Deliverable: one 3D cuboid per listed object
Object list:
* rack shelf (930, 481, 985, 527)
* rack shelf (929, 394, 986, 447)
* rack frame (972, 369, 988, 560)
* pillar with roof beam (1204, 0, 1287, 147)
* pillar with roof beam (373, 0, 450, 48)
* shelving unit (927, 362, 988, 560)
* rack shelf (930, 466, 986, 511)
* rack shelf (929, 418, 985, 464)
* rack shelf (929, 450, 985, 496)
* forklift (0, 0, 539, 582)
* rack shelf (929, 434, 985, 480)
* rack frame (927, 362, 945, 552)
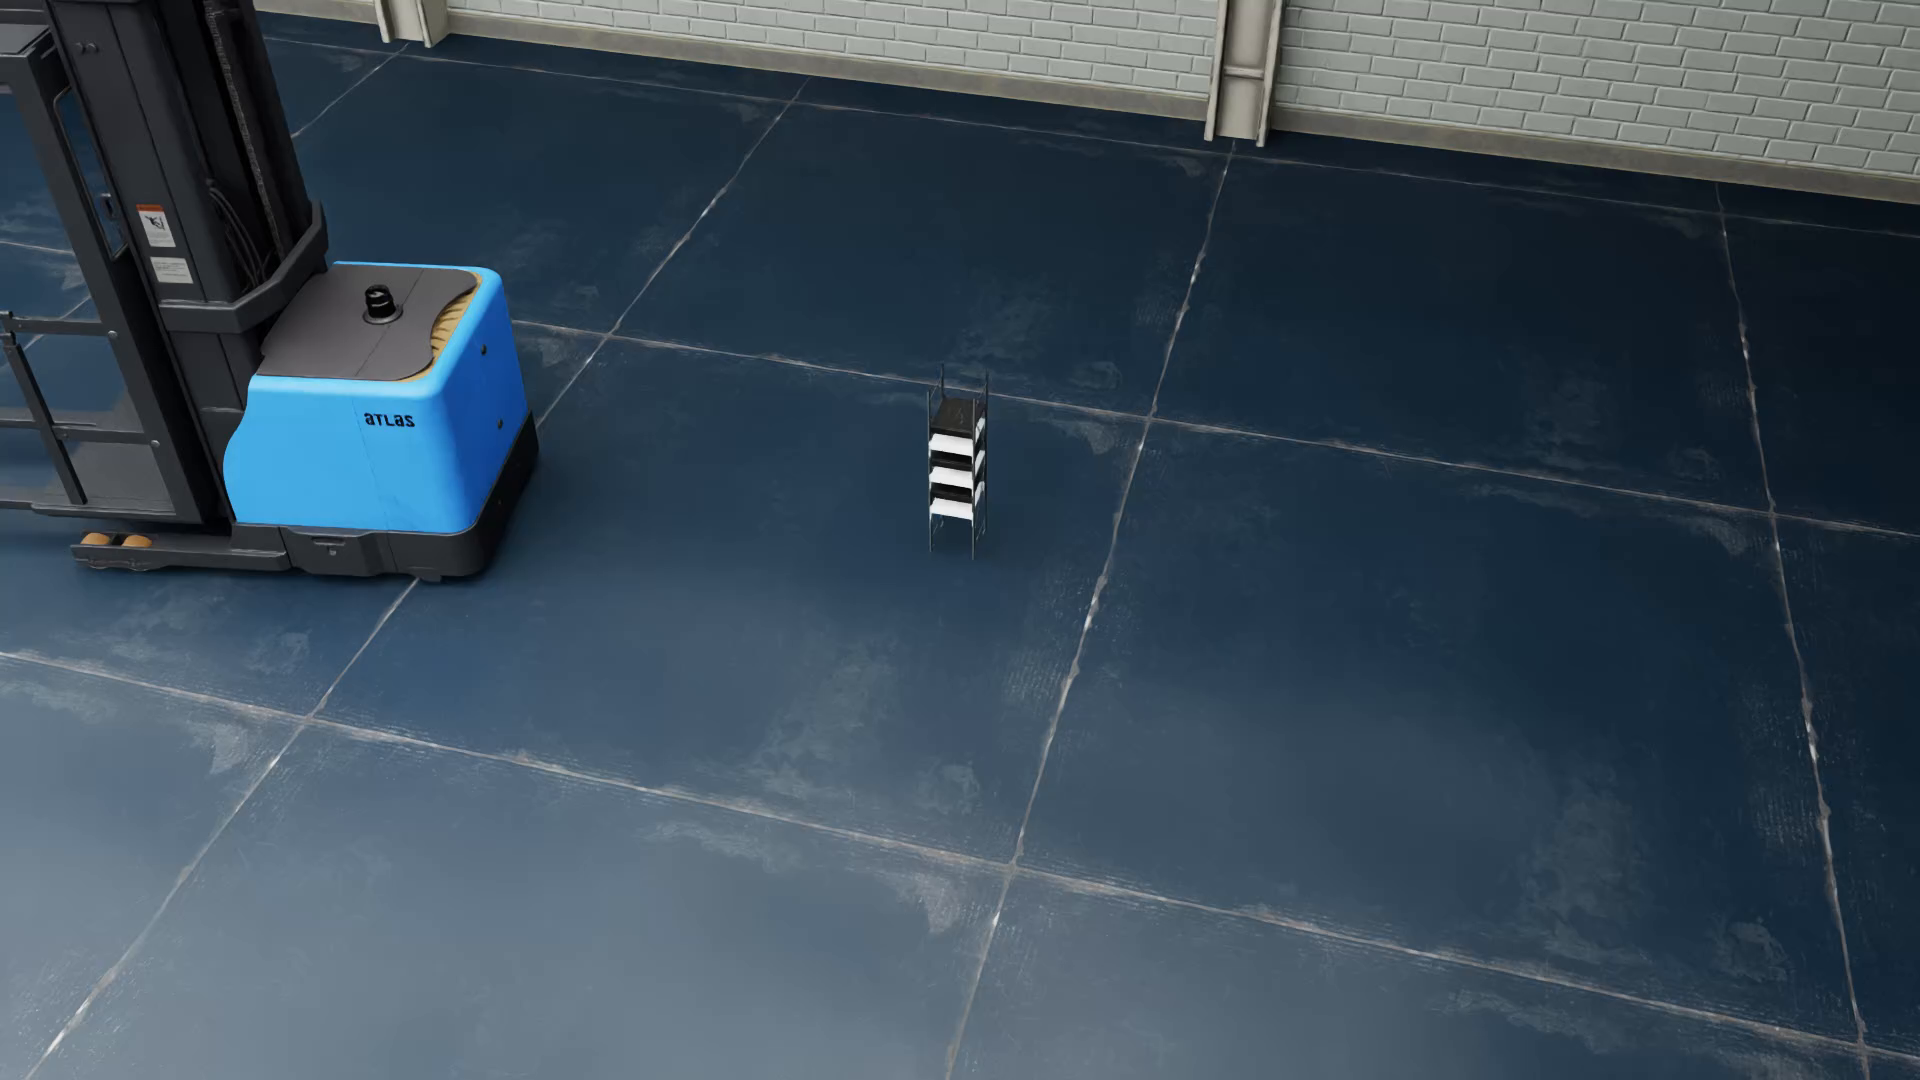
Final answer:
[{"bbox_3d":[-0.008,-0.183,7.624,0.200,0.077,0.258,10,41,11],"label":"rack shelf"},{"bbox_3d":[-0.008,-0.527,7.335,0.200,0.077,0.258,10,41,11],"label":"rack shelf"},{"bbox_3d":[0.090,-0.329,7.467,0.006,0.900,0.240,10,41,11],"label":"rack frame"},{"bbox_3d":[0.716,-3.456,4.892,0.400,9.000,9.100,10,41,11],"label":"pillar with roof beam"},{"bbox_3d":[-5.080,-4.453,6.080,0.400,9.000,9.100,10,41,11],"label":"pillar with roof beam"},{"bbox_3d":[-0.008,-0.346,7.487,0.210,0.900,0.258,10,41,11],"label":"shelving unit"},{"bbox_3d":[-0.008,-0.252,7.566,0.200,0.077,0.258,10,41,11],"label":"rack shelf"},{"bbox_3d":[-0.008,-0.458,7.392,0.200,0.077,0.258,10,41,11],"label":"rack shelf"},{"bbox_3d":[-0.008,-0.320,7.508,0.200,0.077,0.258,10,41,11],"label":"rack shelf"},{"bbox_3d":[-3.618,-1.315,7.062,3.031,2.935,1.130,3,40,4],"label":"forklift"},{"bbox_3d":[-0.008,-0.389,7.450,0.200,0.077,0.258,10,41,11],"label":"rack shelf"},{"bbox_3d":[-0.106,-0.363,7.507,0.006,0.900,0.240,10,41,11],"label":"rack frame"}]
